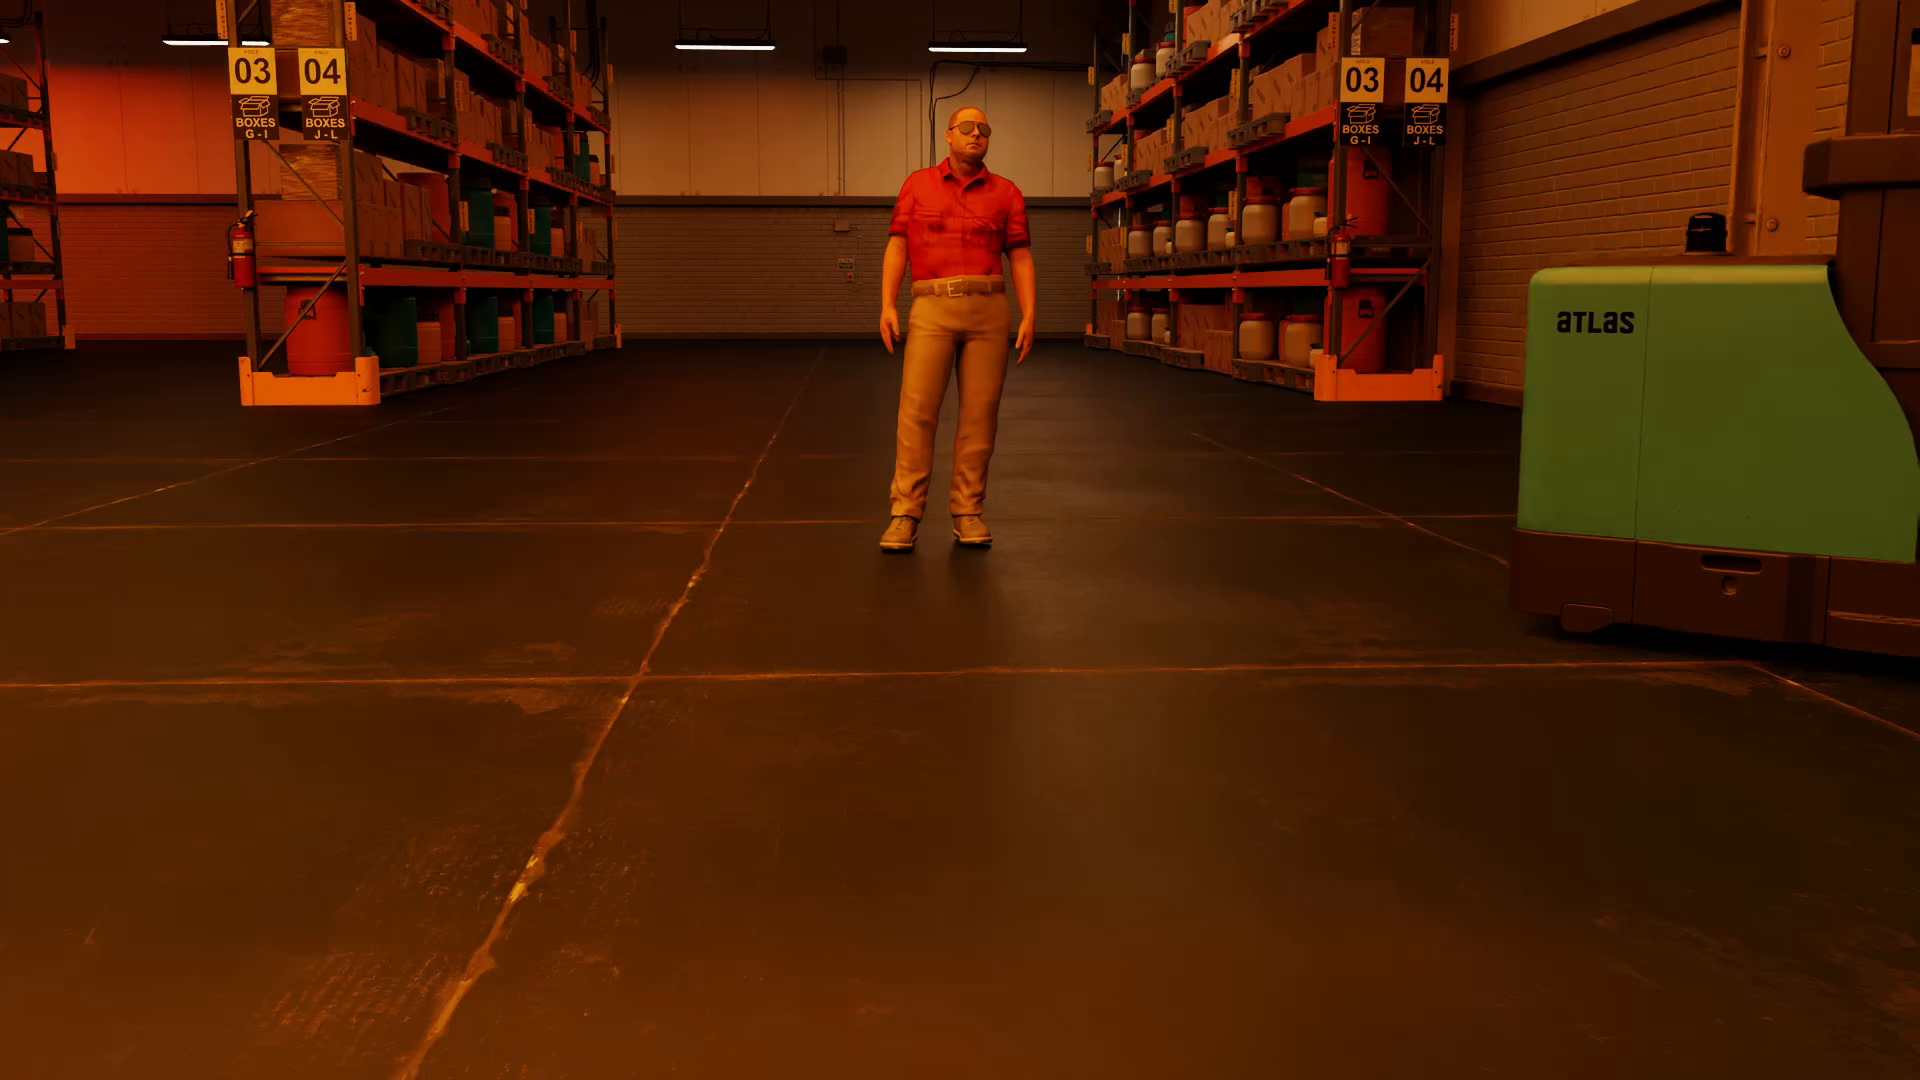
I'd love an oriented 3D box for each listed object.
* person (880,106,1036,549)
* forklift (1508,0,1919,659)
[{"bbox_3d":[-0.007,-0.848,6.593,0.640,1.727,0.551,-1,8,-4],"label":"person"},{"bbox_3d":[3.128,-1.103,4.261,3.031,2.935,1.130,6,10,35],"label":"forklift"}]
